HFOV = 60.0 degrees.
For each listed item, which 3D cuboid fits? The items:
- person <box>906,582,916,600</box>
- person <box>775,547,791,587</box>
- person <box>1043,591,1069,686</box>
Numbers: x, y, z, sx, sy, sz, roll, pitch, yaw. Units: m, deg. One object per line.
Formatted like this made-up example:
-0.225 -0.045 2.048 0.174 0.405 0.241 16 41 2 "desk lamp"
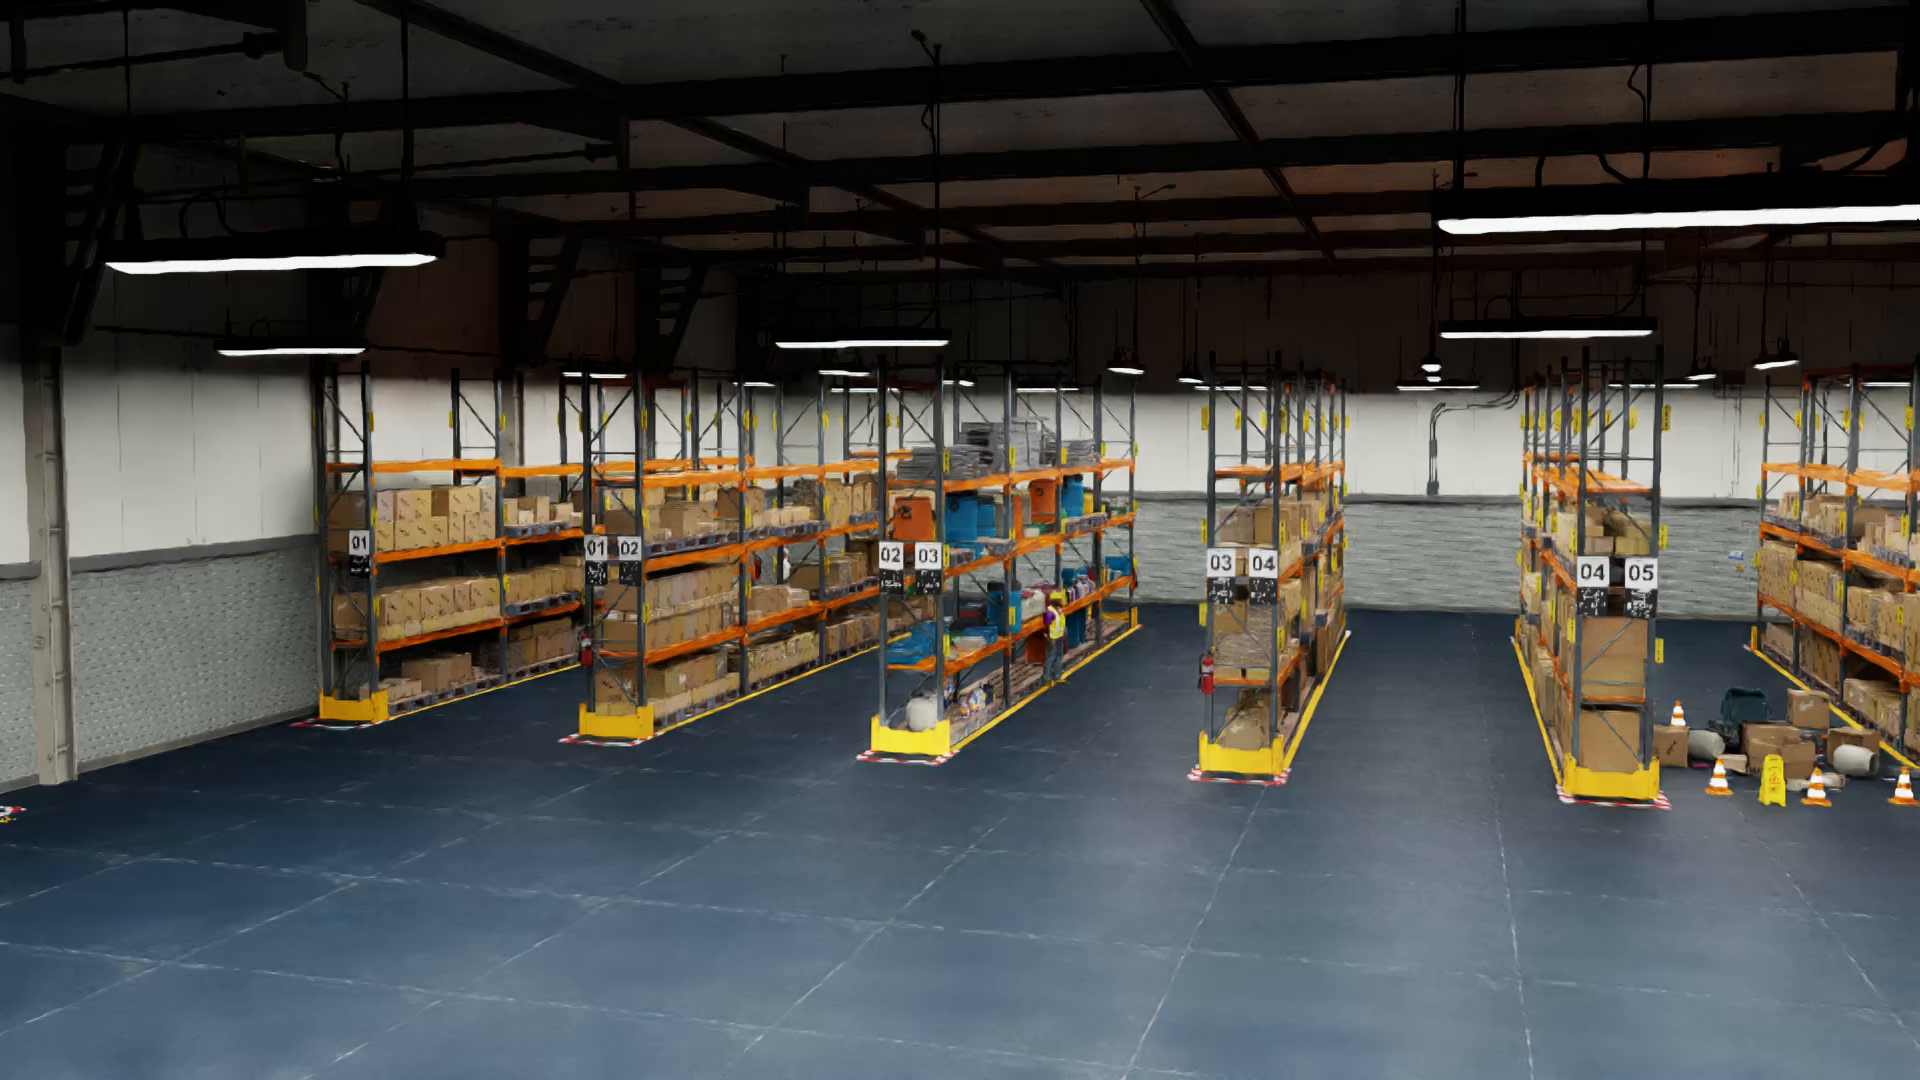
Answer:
-1.193 1.005 43.563 0.731 1.780 0.516 -2 5 -25 "person"
-4.777 1.024 44.050 0.481 1.651 0.660 3 5 40 "person"
1.817 1.851 31.509 0.389 1.771 0.657 2 5 31 "person"
